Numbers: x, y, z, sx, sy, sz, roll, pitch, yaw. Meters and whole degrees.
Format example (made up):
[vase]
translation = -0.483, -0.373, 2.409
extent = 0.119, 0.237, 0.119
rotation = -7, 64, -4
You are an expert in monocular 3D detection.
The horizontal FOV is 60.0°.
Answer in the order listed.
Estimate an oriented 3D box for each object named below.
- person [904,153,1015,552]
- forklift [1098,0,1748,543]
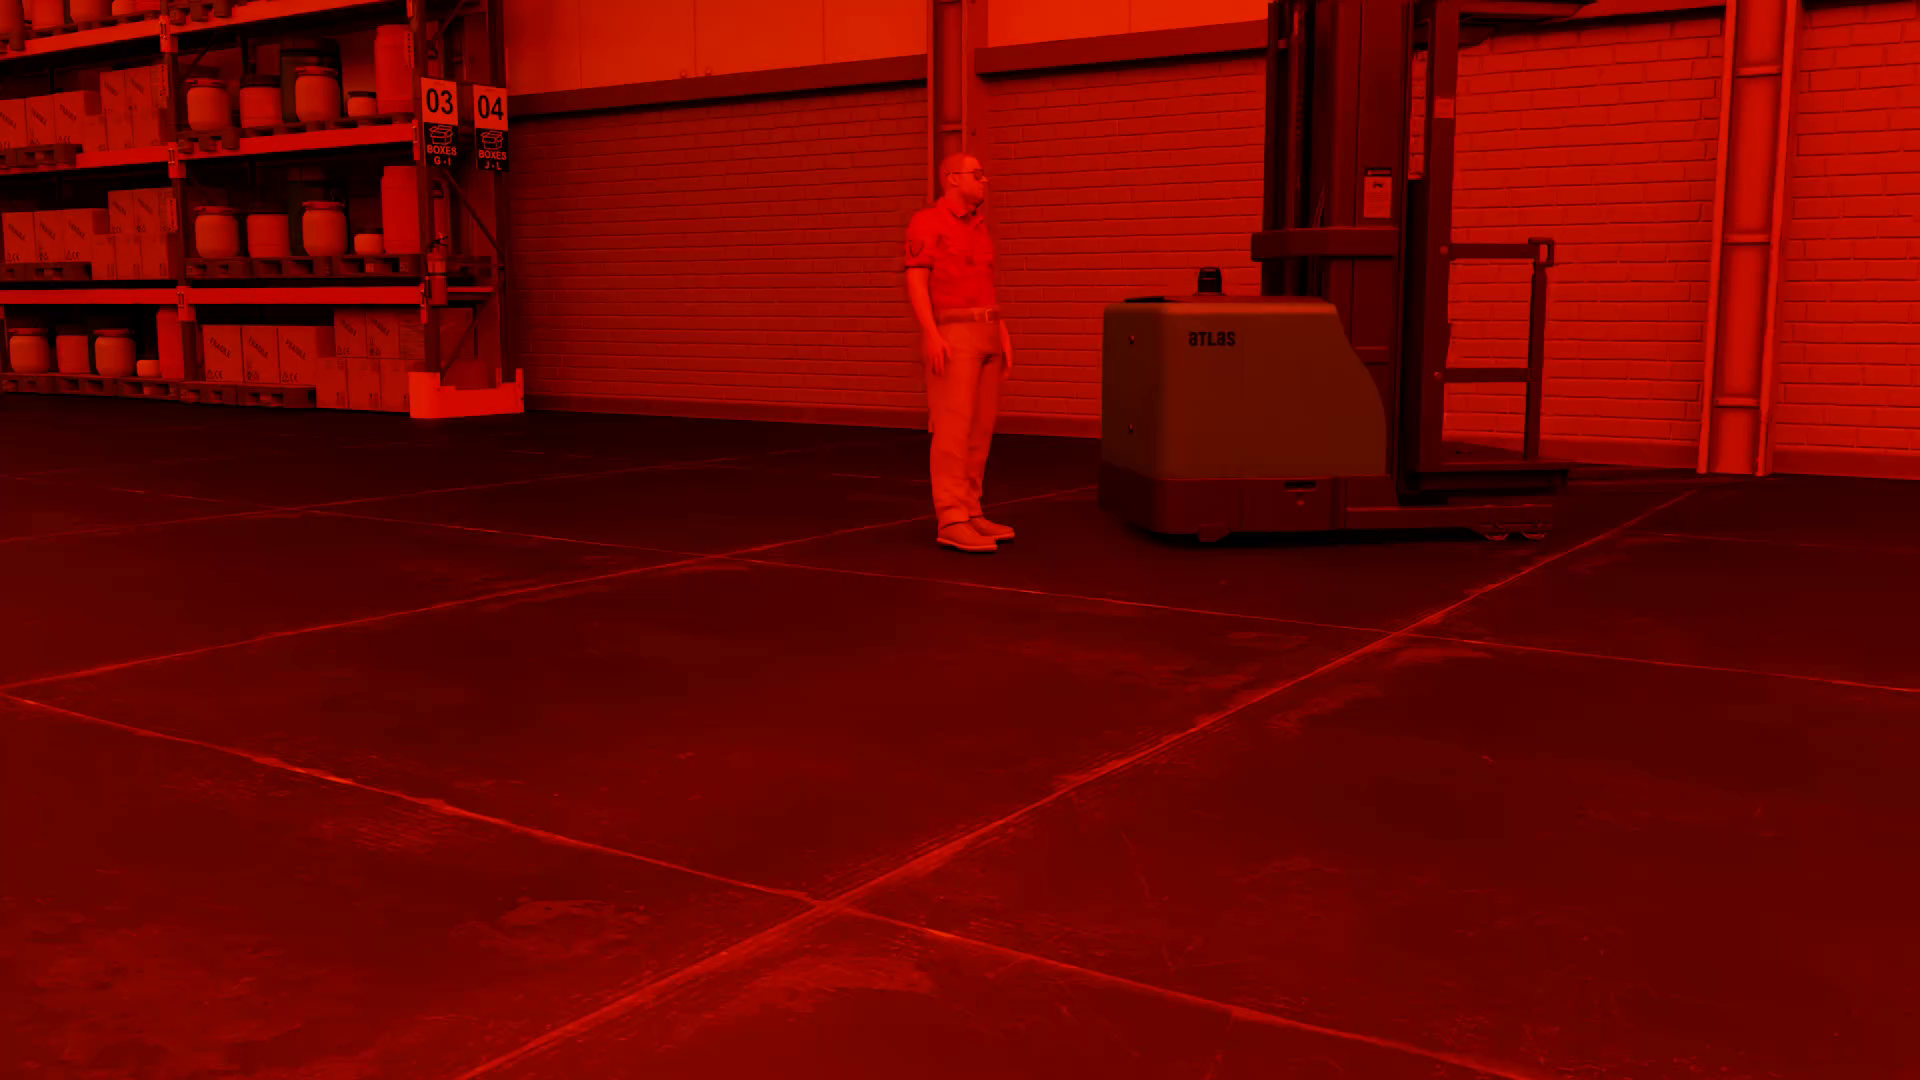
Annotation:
[person]
translation = 0.079, -0.855, 7.428
extent = 0.535, 1.726, 0.661
rotation = 5, 10, 33
[forklift]
translation = 2.250, -1.518, 7.867
extent = 3.031, 2.935, 1.130
rotation = -2, 8, -11
